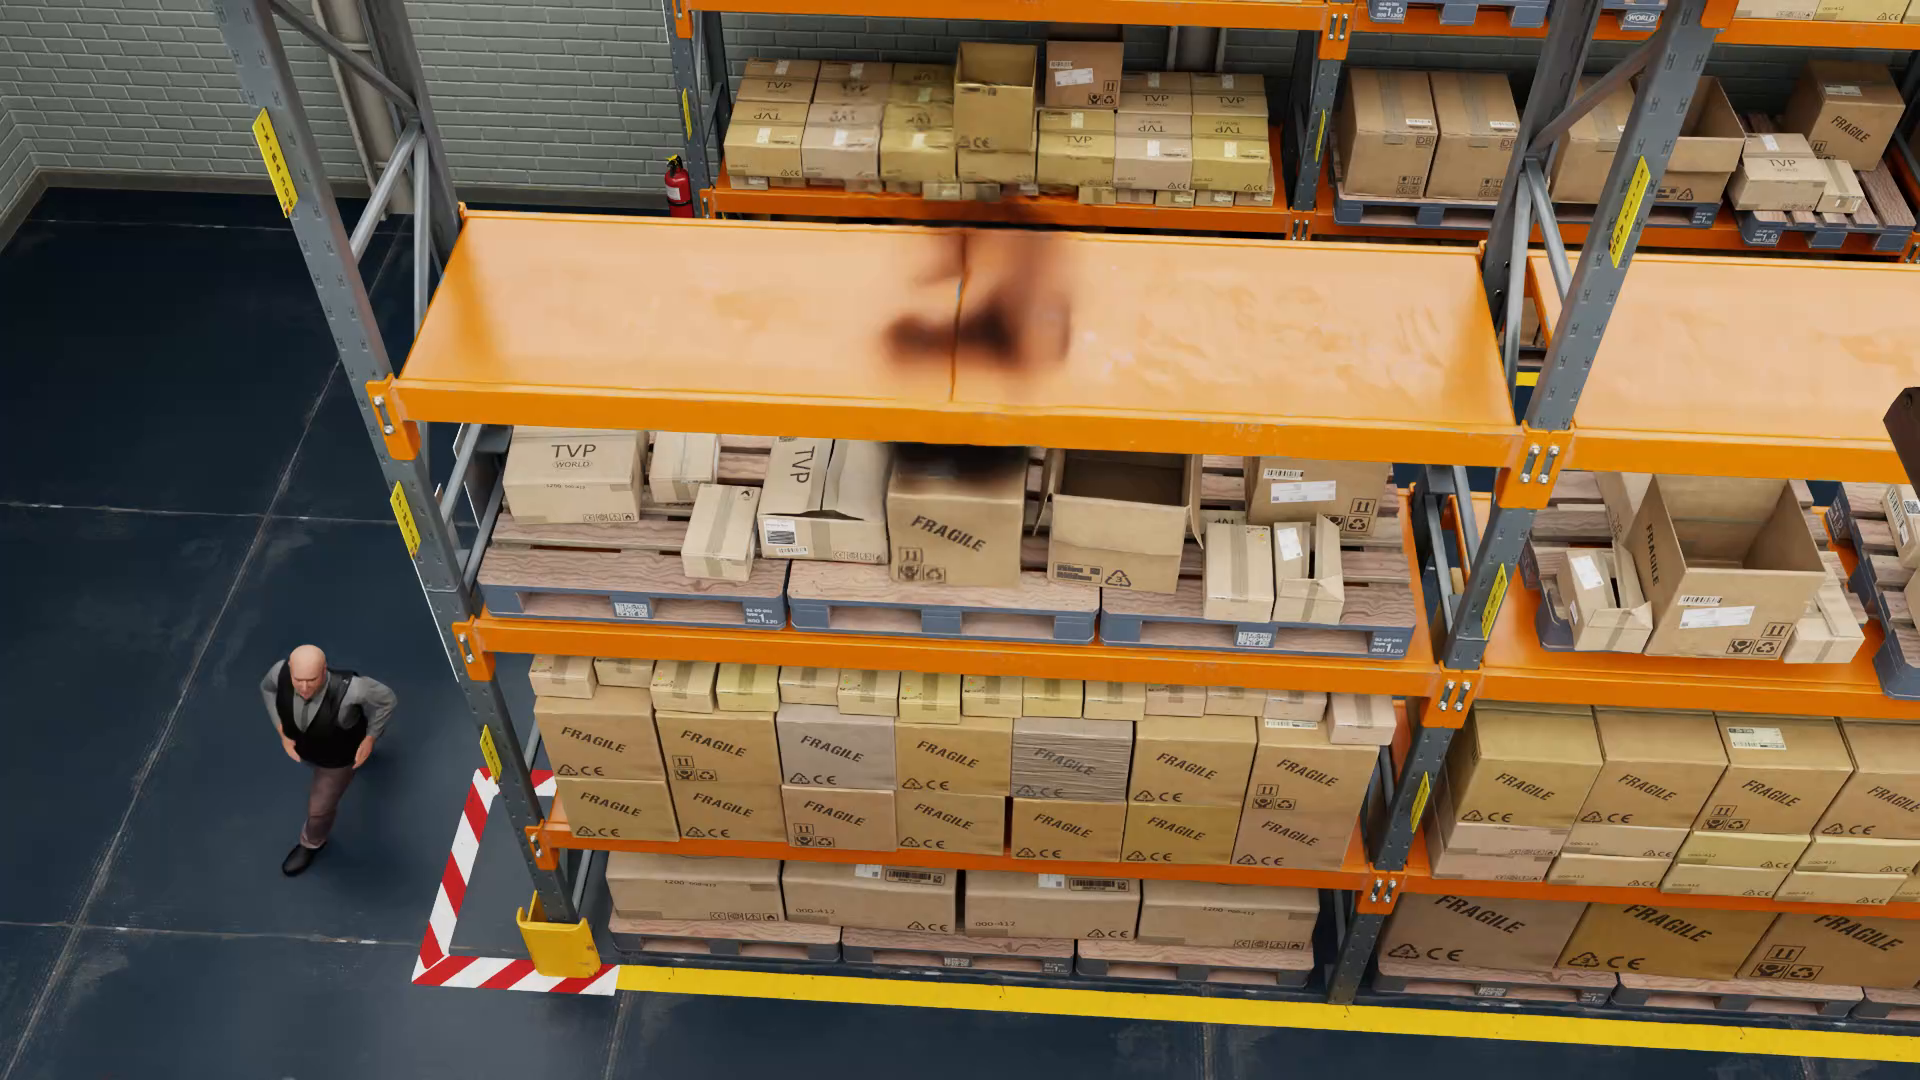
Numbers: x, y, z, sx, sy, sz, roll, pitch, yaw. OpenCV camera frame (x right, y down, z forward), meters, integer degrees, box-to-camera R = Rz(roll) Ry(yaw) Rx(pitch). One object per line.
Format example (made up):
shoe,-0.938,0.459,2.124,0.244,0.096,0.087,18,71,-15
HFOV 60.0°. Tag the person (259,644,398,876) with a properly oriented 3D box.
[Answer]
person,-3.257,1.021,8.702,0.723,1.655,0.952,14,49,13
